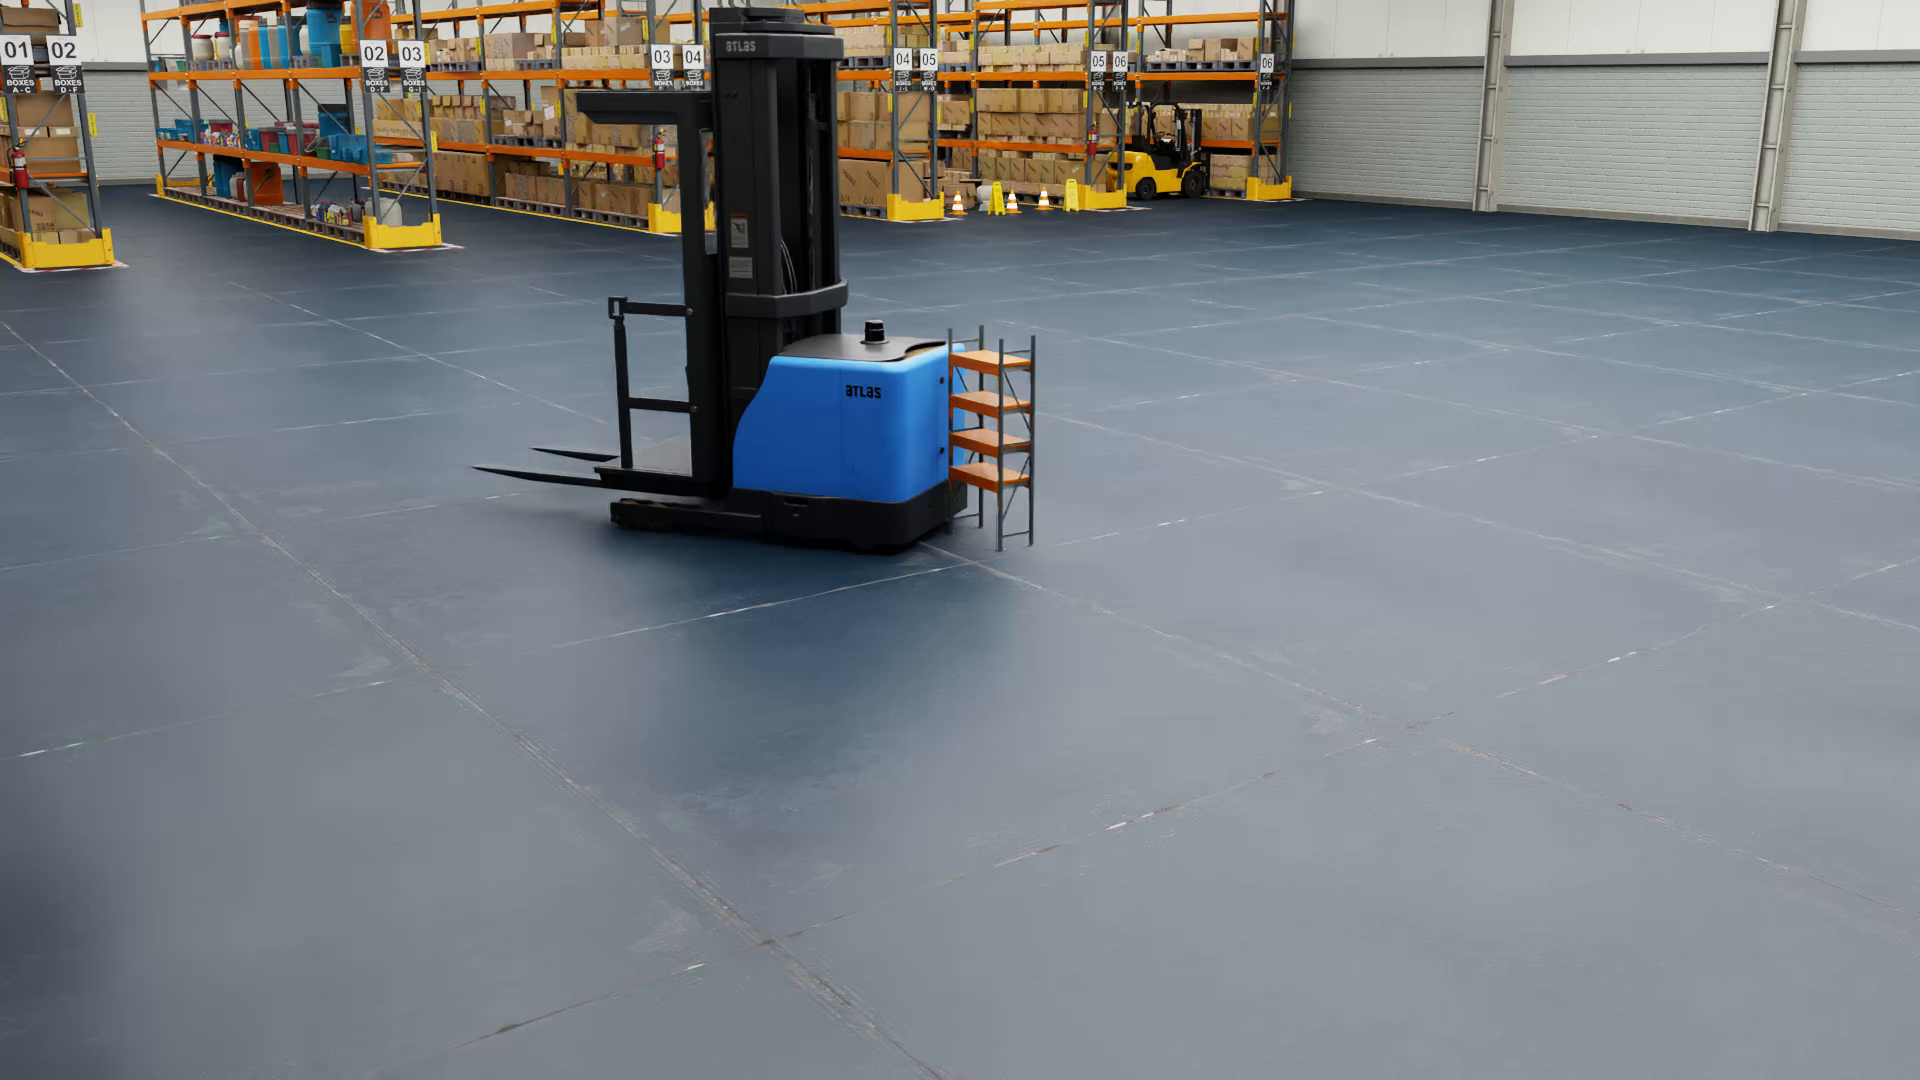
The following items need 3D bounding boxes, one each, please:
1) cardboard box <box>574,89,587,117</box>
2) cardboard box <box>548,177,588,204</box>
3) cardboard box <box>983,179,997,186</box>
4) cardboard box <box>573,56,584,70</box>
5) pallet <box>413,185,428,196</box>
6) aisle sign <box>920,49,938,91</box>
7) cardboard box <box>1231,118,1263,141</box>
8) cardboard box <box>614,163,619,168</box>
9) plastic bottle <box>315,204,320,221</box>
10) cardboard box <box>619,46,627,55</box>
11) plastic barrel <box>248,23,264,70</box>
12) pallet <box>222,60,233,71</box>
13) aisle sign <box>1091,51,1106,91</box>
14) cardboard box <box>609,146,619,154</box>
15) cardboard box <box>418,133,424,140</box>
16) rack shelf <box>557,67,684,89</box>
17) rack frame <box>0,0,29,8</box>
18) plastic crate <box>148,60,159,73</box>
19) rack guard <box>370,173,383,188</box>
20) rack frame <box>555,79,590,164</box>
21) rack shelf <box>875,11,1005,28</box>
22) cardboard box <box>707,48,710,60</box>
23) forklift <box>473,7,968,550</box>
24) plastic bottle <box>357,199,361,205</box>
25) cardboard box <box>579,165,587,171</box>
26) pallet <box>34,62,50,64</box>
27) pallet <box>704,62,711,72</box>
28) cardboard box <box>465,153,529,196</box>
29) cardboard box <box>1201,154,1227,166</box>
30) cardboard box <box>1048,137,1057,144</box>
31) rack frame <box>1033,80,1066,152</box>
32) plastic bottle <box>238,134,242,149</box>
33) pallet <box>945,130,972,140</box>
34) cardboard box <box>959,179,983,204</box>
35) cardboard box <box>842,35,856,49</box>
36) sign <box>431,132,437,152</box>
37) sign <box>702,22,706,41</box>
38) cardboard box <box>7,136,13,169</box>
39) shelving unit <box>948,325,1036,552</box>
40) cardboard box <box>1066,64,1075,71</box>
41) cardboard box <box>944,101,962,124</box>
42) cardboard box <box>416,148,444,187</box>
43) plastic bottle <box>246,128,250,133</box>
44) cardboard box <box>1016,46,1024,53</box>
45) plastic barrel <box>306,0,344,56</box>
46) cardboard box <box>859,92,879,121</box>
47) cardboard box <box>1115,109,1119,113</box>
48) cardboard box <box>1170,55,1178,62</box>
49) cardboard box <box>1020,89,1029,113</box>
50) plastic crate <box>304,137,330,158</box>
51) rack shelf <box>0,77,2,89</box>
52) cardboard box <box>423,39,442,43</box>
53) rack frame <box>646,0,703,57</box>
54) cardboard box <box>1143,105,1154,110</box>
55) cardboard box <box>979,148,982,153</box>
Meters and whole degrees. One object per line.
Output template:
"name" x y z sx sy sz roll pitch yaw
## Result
"cardboard box" -6.948 -8.270 31.464 0.500 0.500 0.500 -11 19 -35
"cardboard box" -7.911 -7.084 33.679 0.700 0.500 0.500 -11 19 -35
"cardboard box" 0.842 -8.085 37.847 0.500 0.250 0.500 -12 19 -37
"cardboard box" -6.930 -8.965 31.251 0.500 0.250 0.500 -11 19 -35
"pallet" -12.390 -8.376 39.781 1.003 0.211 1.213 -11 19 -35
"aisle sign" -0.595 -9.018 31.918 0.394 0.787 0.004 -11 19 -35
"cardboard box" 6.577 -9.406 38.072 0.500 0.500 0.500 -11 19 -36
"cardboard box" -8.537 -9.493 42.058 0.380 0.149 0.250 -11 19 -34
"plastic bottle" -11.264 -5.767 29.292 0.152 0.276 0.135 -10 18 -33
"cardboard box" -5.841 -8.727 29.627 0.380 0.149 0.250 -11 19 -34
"plastic barrel" -12.969 -9.229 31.118 0.600 0.830 0.708 -11 19 -35
"pallet" -14.031 -9.458 33.126 1.003 0.211 1.213 -11 19 -35
"aisle sign" 2.868 -9.718 34.477 0.394 0.787 0.004 -11 19 -35
"cardboard box" -6.252 -7.196 30.662 0.380 0.149 0.250 -11 19 -35
"cardboard box" -12.450 -9.440 38.860 0.380 0.149 0.250 -11 19 -34
"rack shelf" -6.126 -8.511 30.672 1.077 0.370 4.000 -11 19 -35
"rack frame" -15.317 -9.195 26.126 1.000 3.000 0.127 -11 19 -35
"plastic crate" -18.363 -10.890 38.249 0.497 0.269 0.590 -11 19 -35
"rack guard" -14.372 -9.200 42.244 1.175 0.500 0.348 -11 19 -35
"rack frame" -10.286 -11.149 44.629 1.000 3.000 0.127 -11 19 -35
"rack shelf" -0.462 -12.157 39.070 1.077 0.370 4.000 -11 19 -35
"cardboard box" -5.335 -10.907 37.246 0.500 0.311 0.500 -11 19 -34
"forklift" -1.522 -1.586 9.817 3.031 2.935 1.130 6 16 21
"plastic bottle" -10.697 -5.911 29.677 0.144 0.351 0.185 -11 19 -36
"cardboard box" -9.792 -9.791 43.709 0.380 0.149 0.250 -10 18 -33
"pallet" -14.795 -7.528 25.883 1.003 0.211 1.213 -11 19 -35
"pallet" -5.161 -10.667 37.545 1.213 0.211 1.003 -10 18 -32
"cardboard box" -10.043 -8.021 36.429 1.225 0.875 0.875 -12 19 -37
"cardboard box" 5.946 -8.917 38.992 0.500 0.250 0.500 -11 19 -34
"cardboard box" 2.125 -8.593 35.767 0.380 0.149 0.250 -10 18 -34
"rack frame" 2.375 -11.002 44.092 1.000 3.000 0.127 -11 19 -35
"plastic bottle" -14.243 -7.888 32.934 0.061 0.283 0.133 -11 19 -35
"pallet" 0.382 -9.470 38.857 1.003 0.211 1.213 -11 19 -35
"cardboard box" 0.243 -7.732 36.875 0.500 0.500 0.500 1 15 4
"cardboard box" -1.981 -9.777 32.669 0.500 0.250 0.500 -11 19 -35
"sign" -8.509 -6.434 26.876 0.100 0.325 0.005 -11 19 -35
"sign" -4.512 -8.937 29.209 0.100 0.325 0.005 -11 19 -35
"cardboard box" -13.830 -5.816 24.953 0.700 0.500 0.500 -11 19 -34
"shelving unit" 0.175 -0.584 9.436 0.258 1.200 0.503 -10 18 -34
"cardboard box" 2.457 -9.929 34.965 0.380 0.149 0.250 -11 19 -34
"cardboard box" -0.036 -9.940 38.662 0.500 0.500 0.500 -11 19 -34
"cardboard box" -12.329 -8.878 39.560 0.875 0.875 0.875 -11 19 -35
"plastic bottle" -15.099 -8.569 35.297 0.144 0.351 0.185 -11 19 -35
"cardboard box" 1.445 -10.699 36.269 0.380 0.149 0.250 -11 19 -35
"plastic barrel" -10.810 -8.732 28.370 0.600 0.901 0.708 -11 19 -35
"cardboard box" -1.464 -8.514 32.672 0.875 0.550 0.550 -11 19 -35
"cardboard box" 4.079 -10.660 41.425 0.380 0.149 0.250 -11 19 -35
"cardboard box" 5.197 -11.417 39.418 0.380 0.149 0.250 -10 18 -33
"cardboard box" 1.733 -9.602 36.329 0.700 0.500 0.500 -11 19 -35
"plastic crate" -11.104 -6.908 29.252 0.767 0.338 0.504 -11 19 -35
"rack shelf" -16.493 -7.829 28.178 1.077 0.370 4.000 -11 19 -35
"cardboard box" -12.515 -11.450 38.873 0.700 0.500 0.500 -12 20 -38
"rack frame" -4.950 -9.878 28.621 1.000 3.000 0.127 -11 19 -35
"cardboard box" 4.674 -10.538 40.416 0.380 0.149 0.250 -10 18 -33
"cardboard box" 0.693 -10.832 46.183 0.380 0.149 0.250 -11 19 -35
